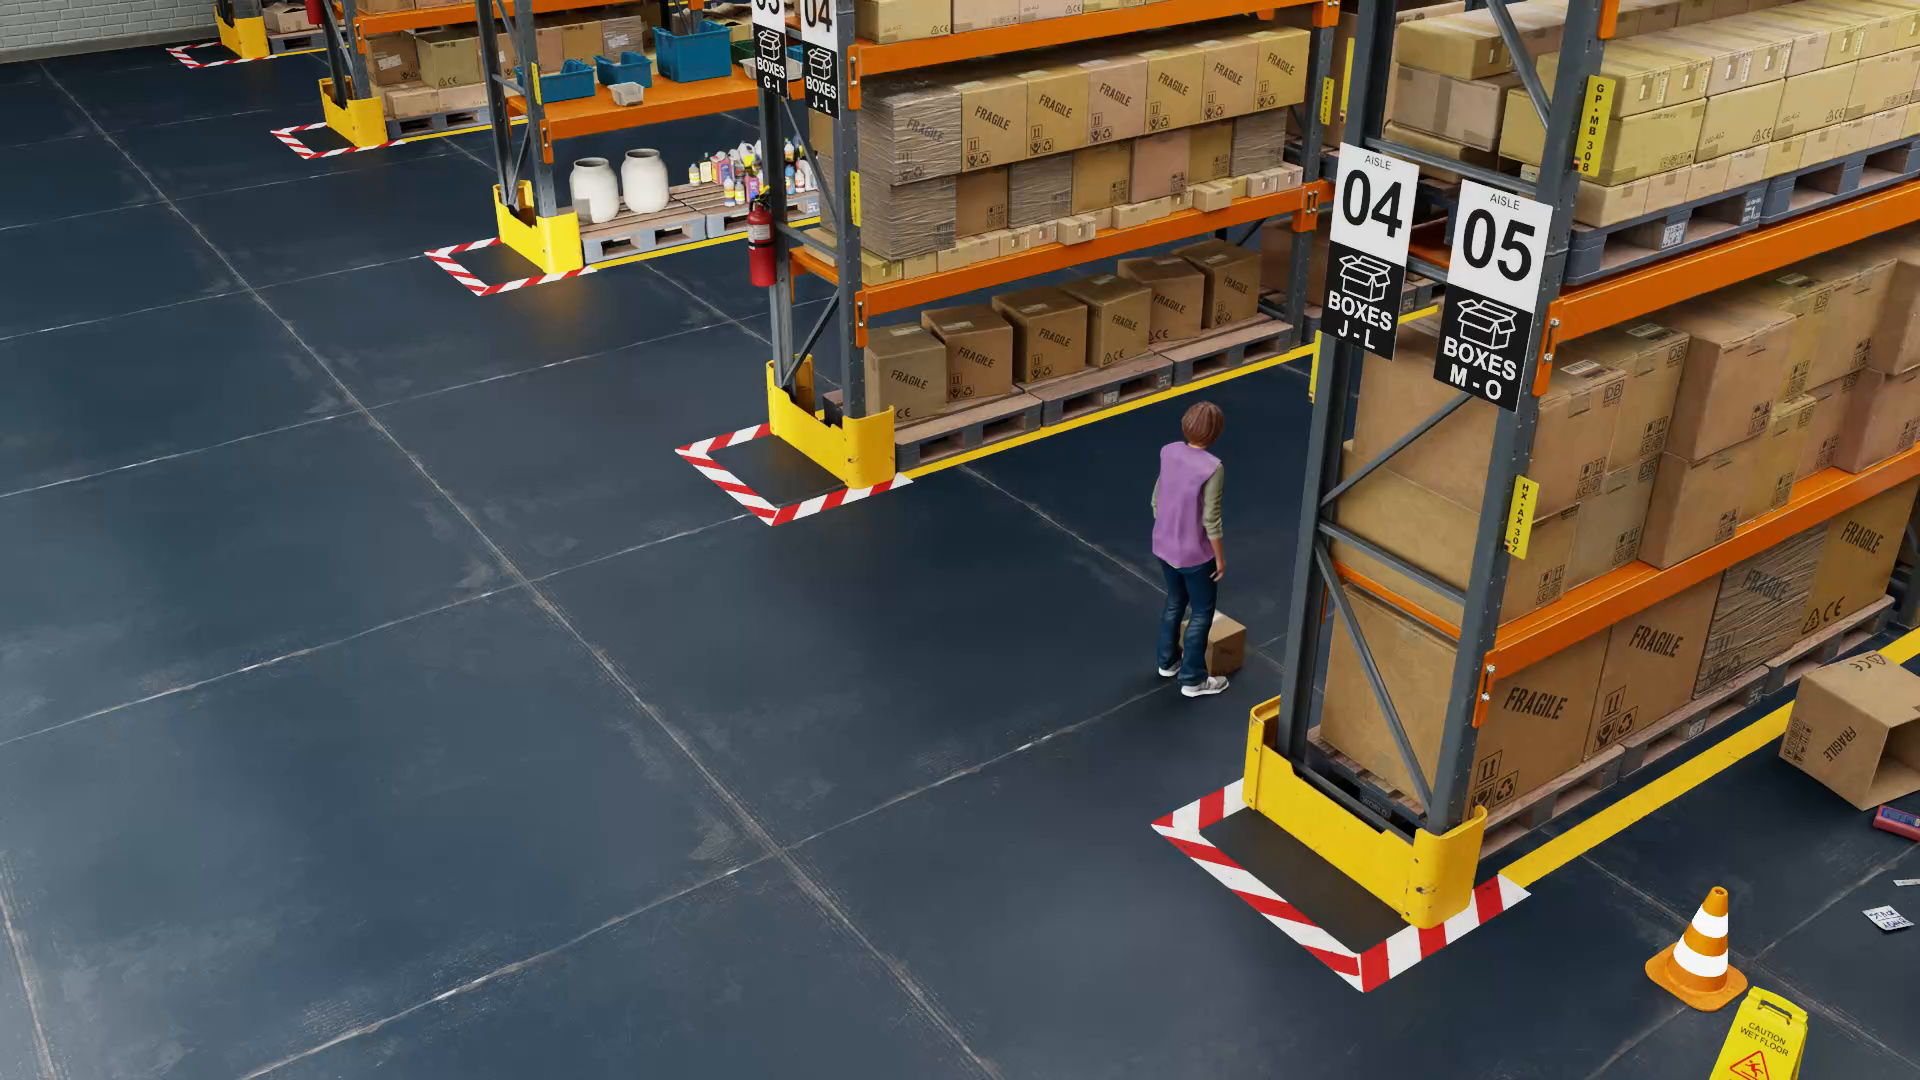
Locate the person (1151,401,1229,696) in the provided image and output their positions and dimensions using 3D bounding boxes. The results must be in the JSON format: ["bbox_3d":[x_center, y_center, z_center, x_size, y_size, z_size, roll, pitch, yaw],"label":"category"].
[{"bbox_3d":[1.187,0.046,8.556,0.377,1.591,0.476,-21,35,-33],"label":"person"}]
